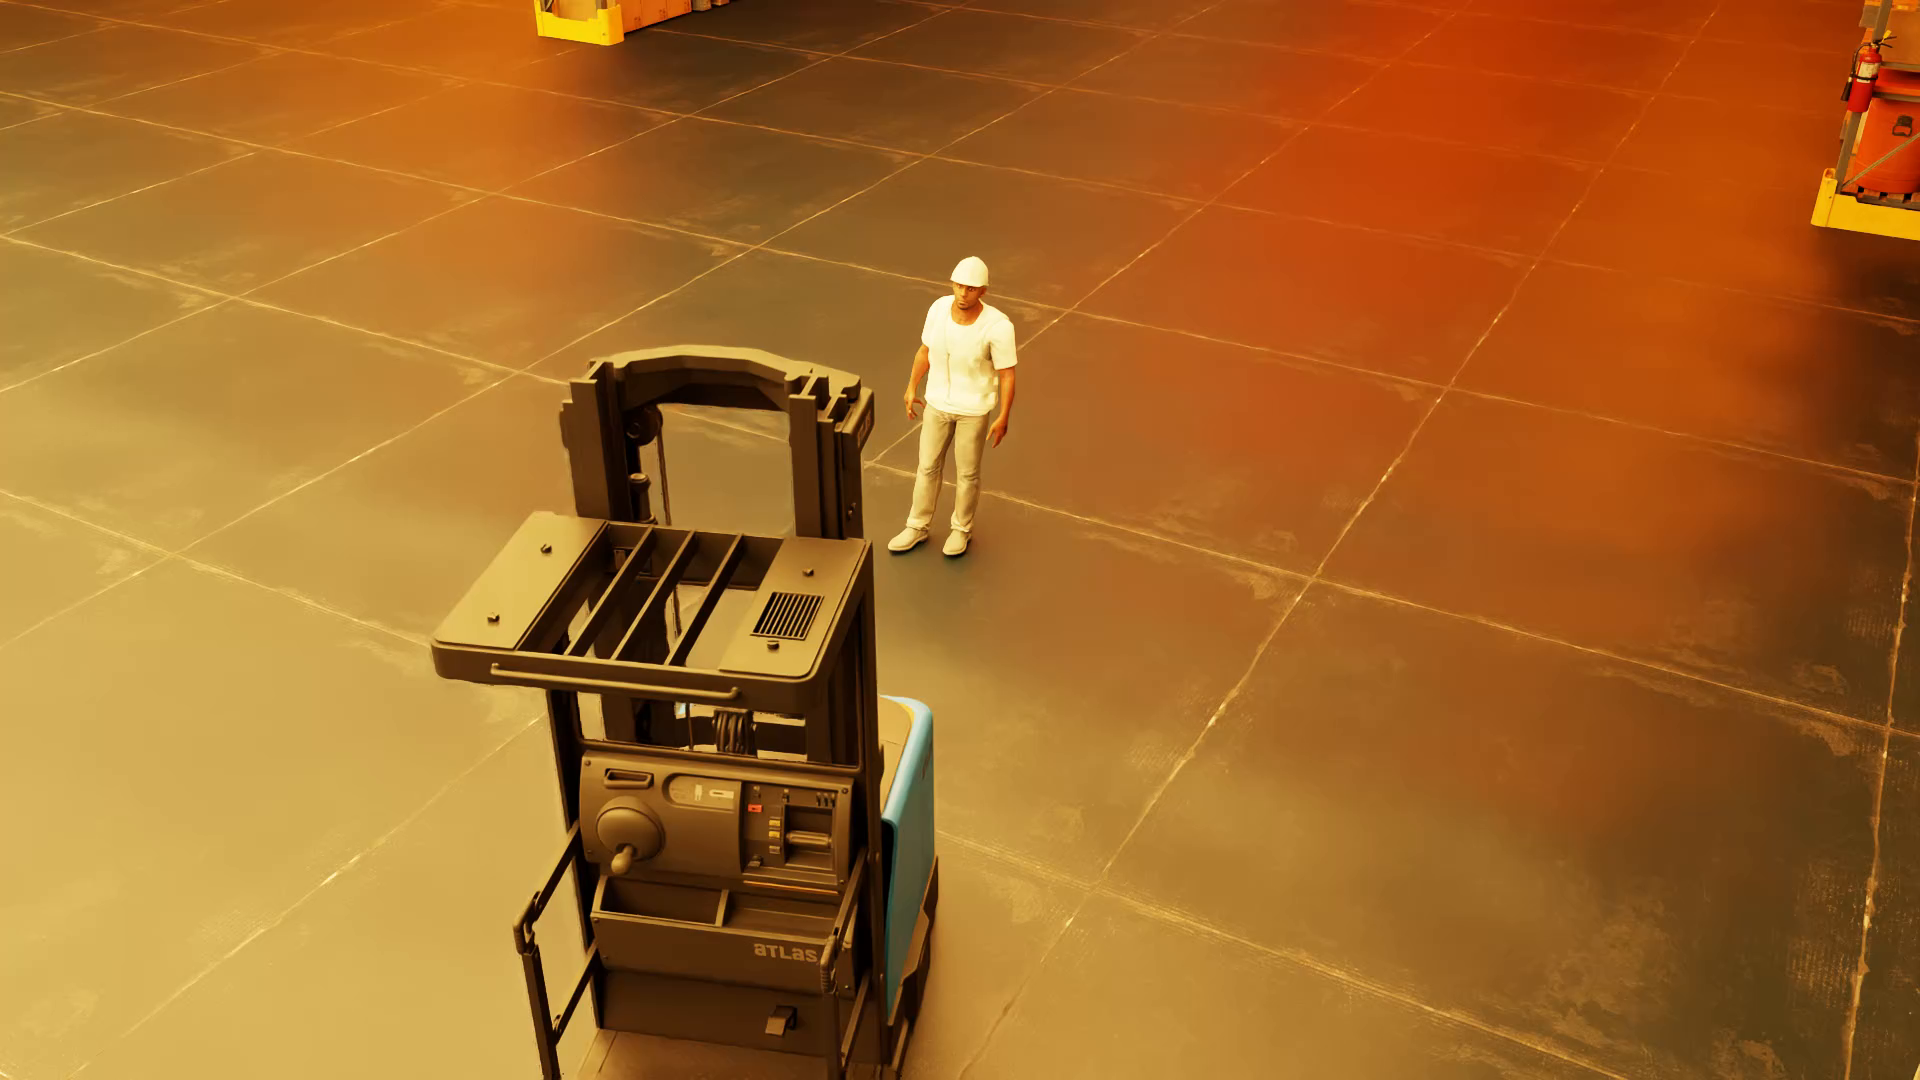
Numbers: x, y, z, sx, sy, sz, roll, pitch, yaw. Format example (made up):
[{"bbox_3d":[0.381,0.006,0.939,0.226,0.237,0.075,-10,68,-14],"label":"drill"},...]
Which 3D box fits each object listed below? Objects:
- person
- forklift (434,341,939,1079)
[{"bbox_3d":[-0.039,-0.742,9.507,0.665,1.768,0.575,15,33,25],"label":"person"},{"bbox_3d":[-0.845,0.979,5.374,1.130,2.935,3.031,5,30,8],"label":"forklift"}]
